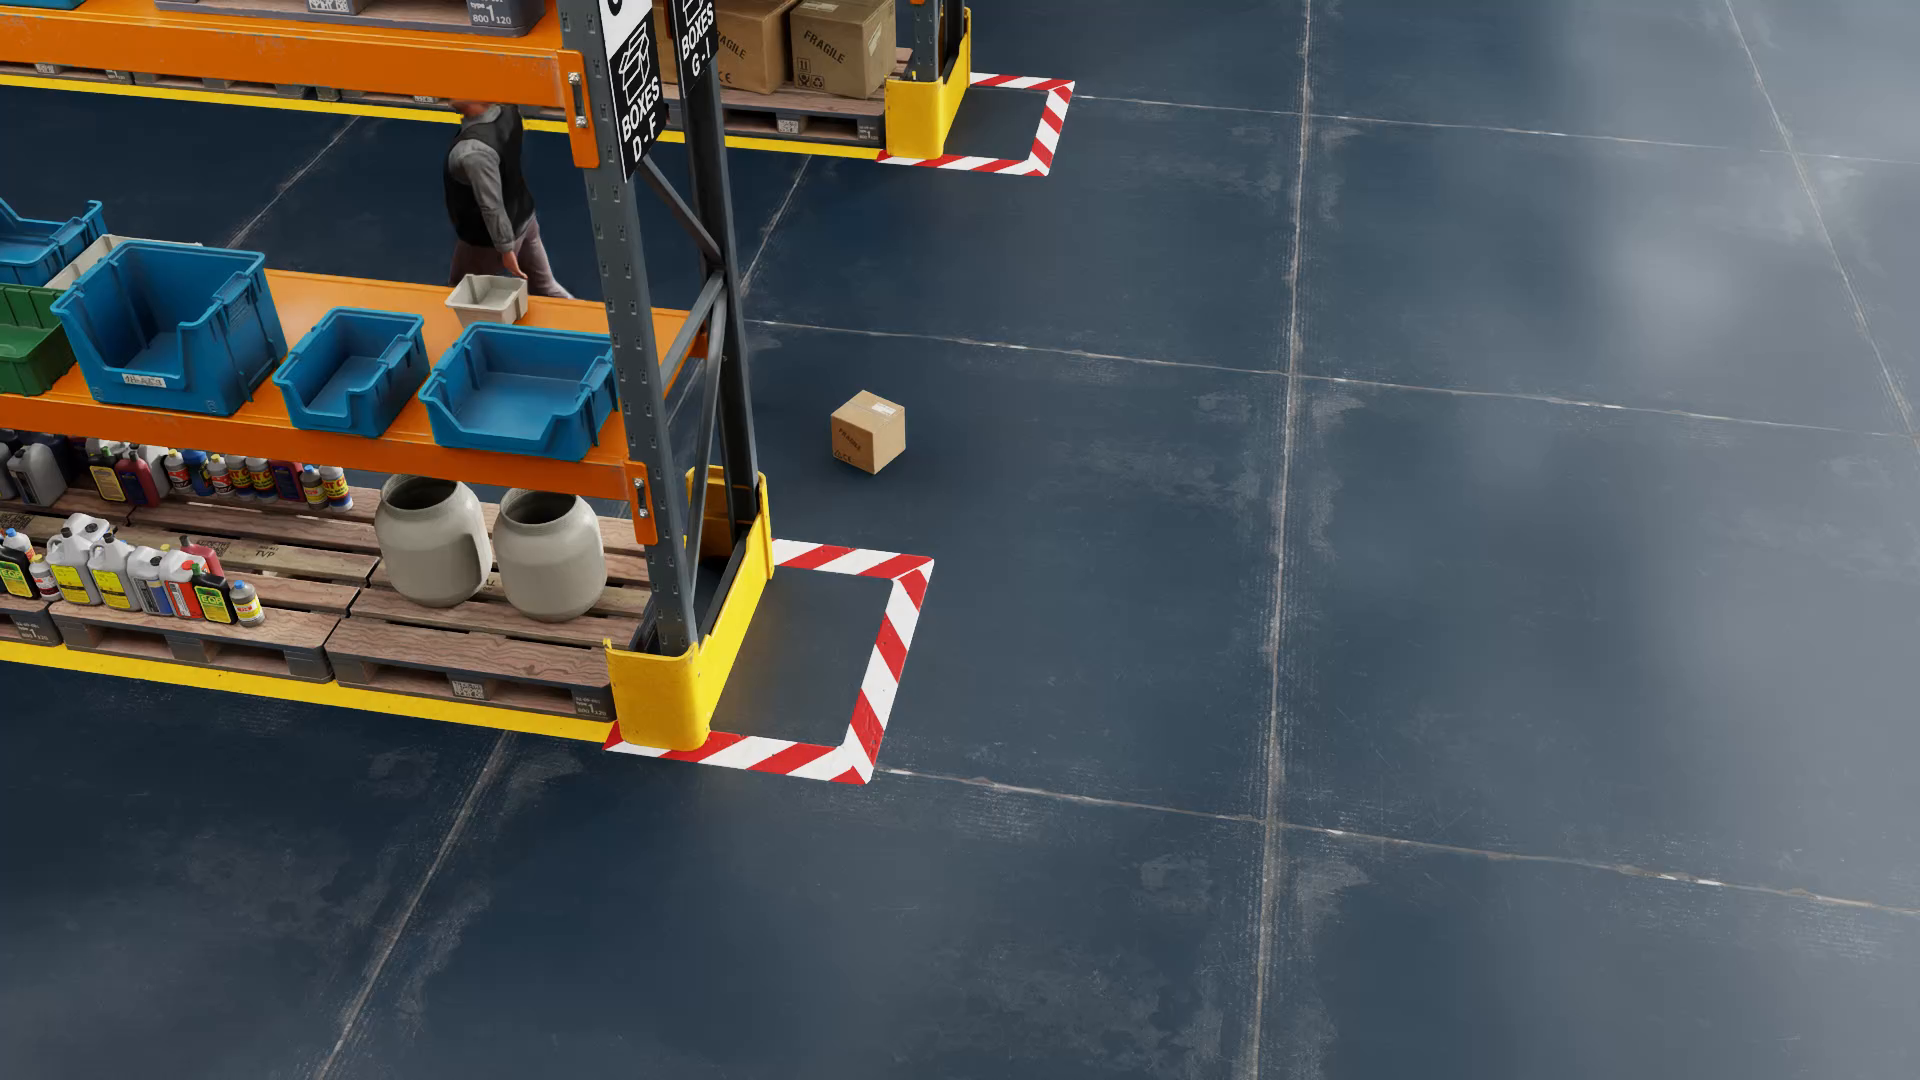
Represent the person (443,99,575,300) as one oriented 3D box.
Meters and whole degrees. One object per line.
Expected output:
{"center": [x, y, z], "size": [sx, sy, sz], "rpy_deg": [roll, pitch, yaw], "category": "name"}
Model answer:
{"center": [-2.265, -1.506, 7.951], "size": [1.014, 1.673, 0.546], "rpy_deg": [8, 41, 9], "category": "person"}
